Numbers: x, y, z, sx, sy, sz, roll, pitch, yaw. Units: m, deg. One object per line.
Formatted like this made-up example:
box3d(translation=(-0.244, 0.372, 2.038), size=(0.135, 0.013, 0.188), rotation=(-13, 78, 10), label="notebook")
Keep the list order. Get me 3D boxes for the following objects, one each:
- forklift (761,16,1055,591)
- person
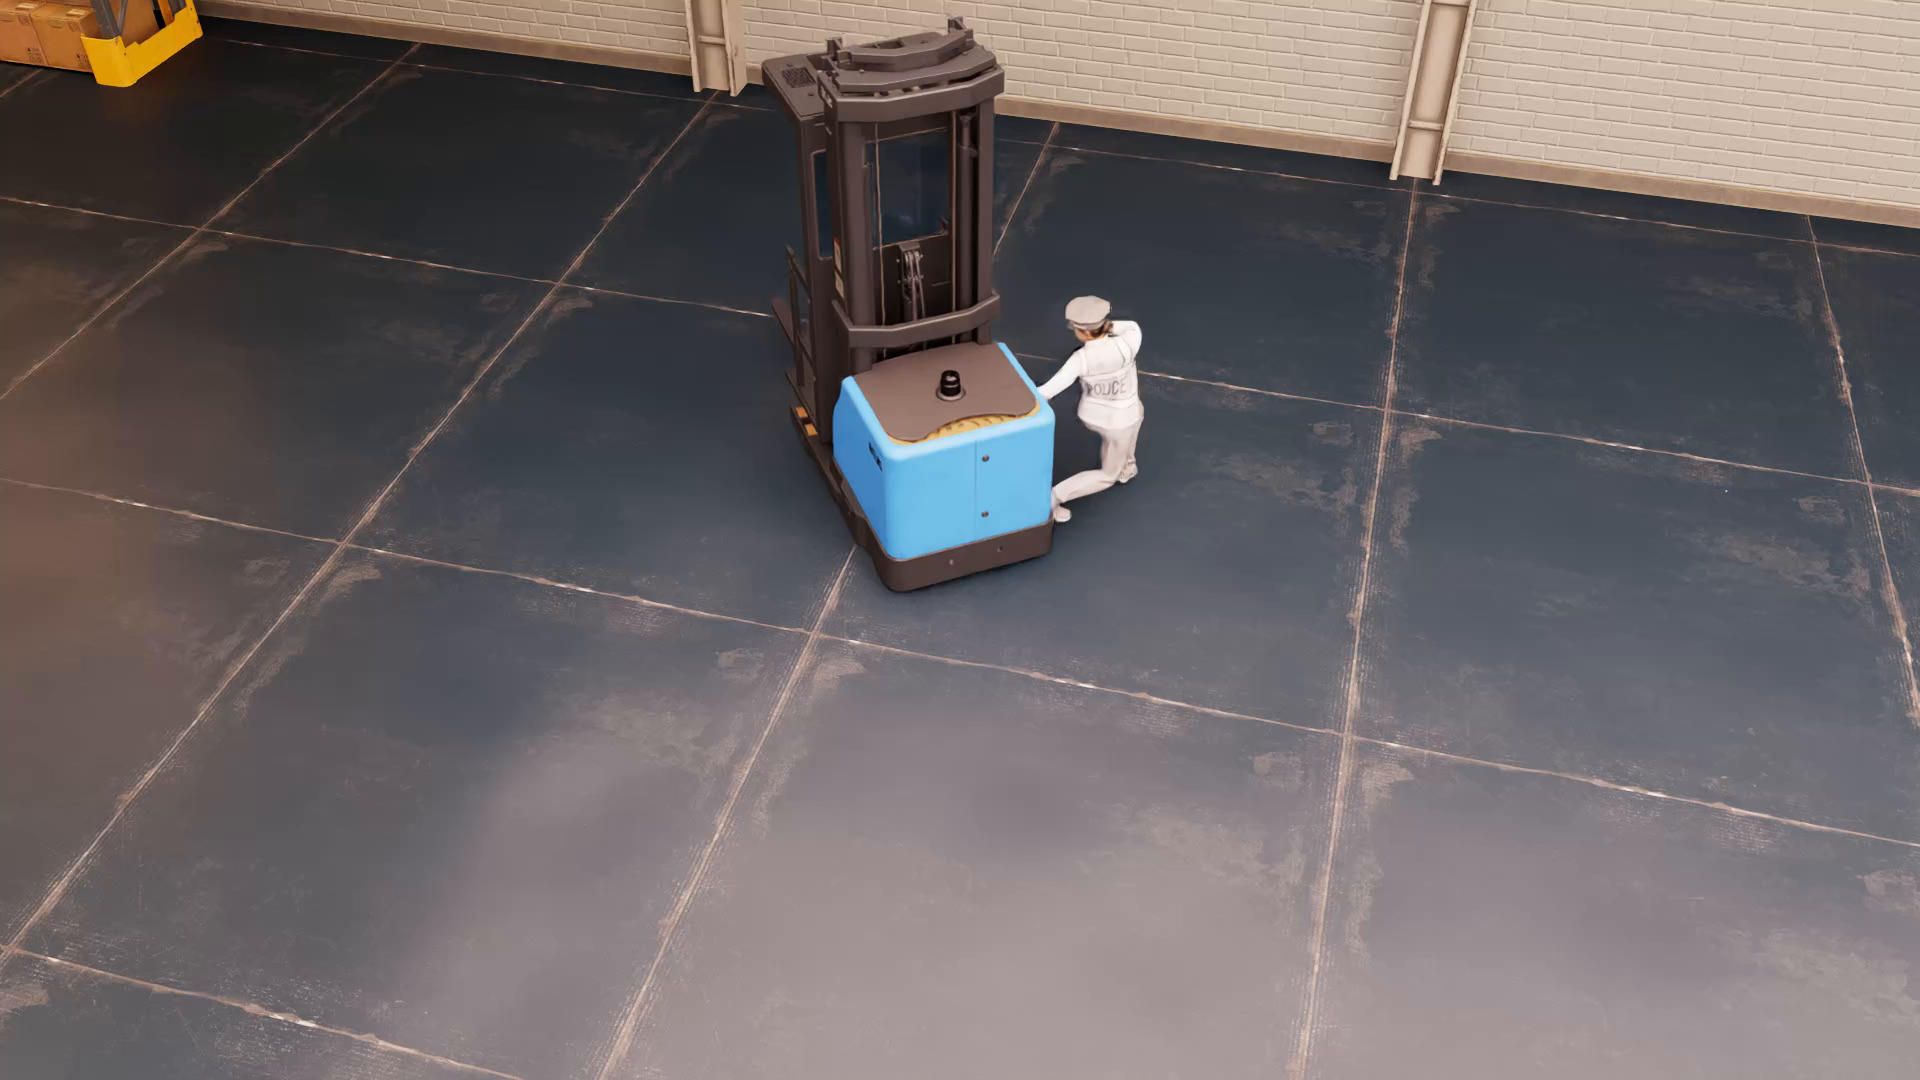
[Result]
box3d(translation=(-0.463, -1.785, 9.897), size=(1.130, 2.935, 3.031), rotation=(-15, 43, -16), label="forklift")
box3d(translation=(0.739, -0.810, 9.963), size=(0.670, 1.443, 0.917), rotation=(24, 46, 24), label="person")
